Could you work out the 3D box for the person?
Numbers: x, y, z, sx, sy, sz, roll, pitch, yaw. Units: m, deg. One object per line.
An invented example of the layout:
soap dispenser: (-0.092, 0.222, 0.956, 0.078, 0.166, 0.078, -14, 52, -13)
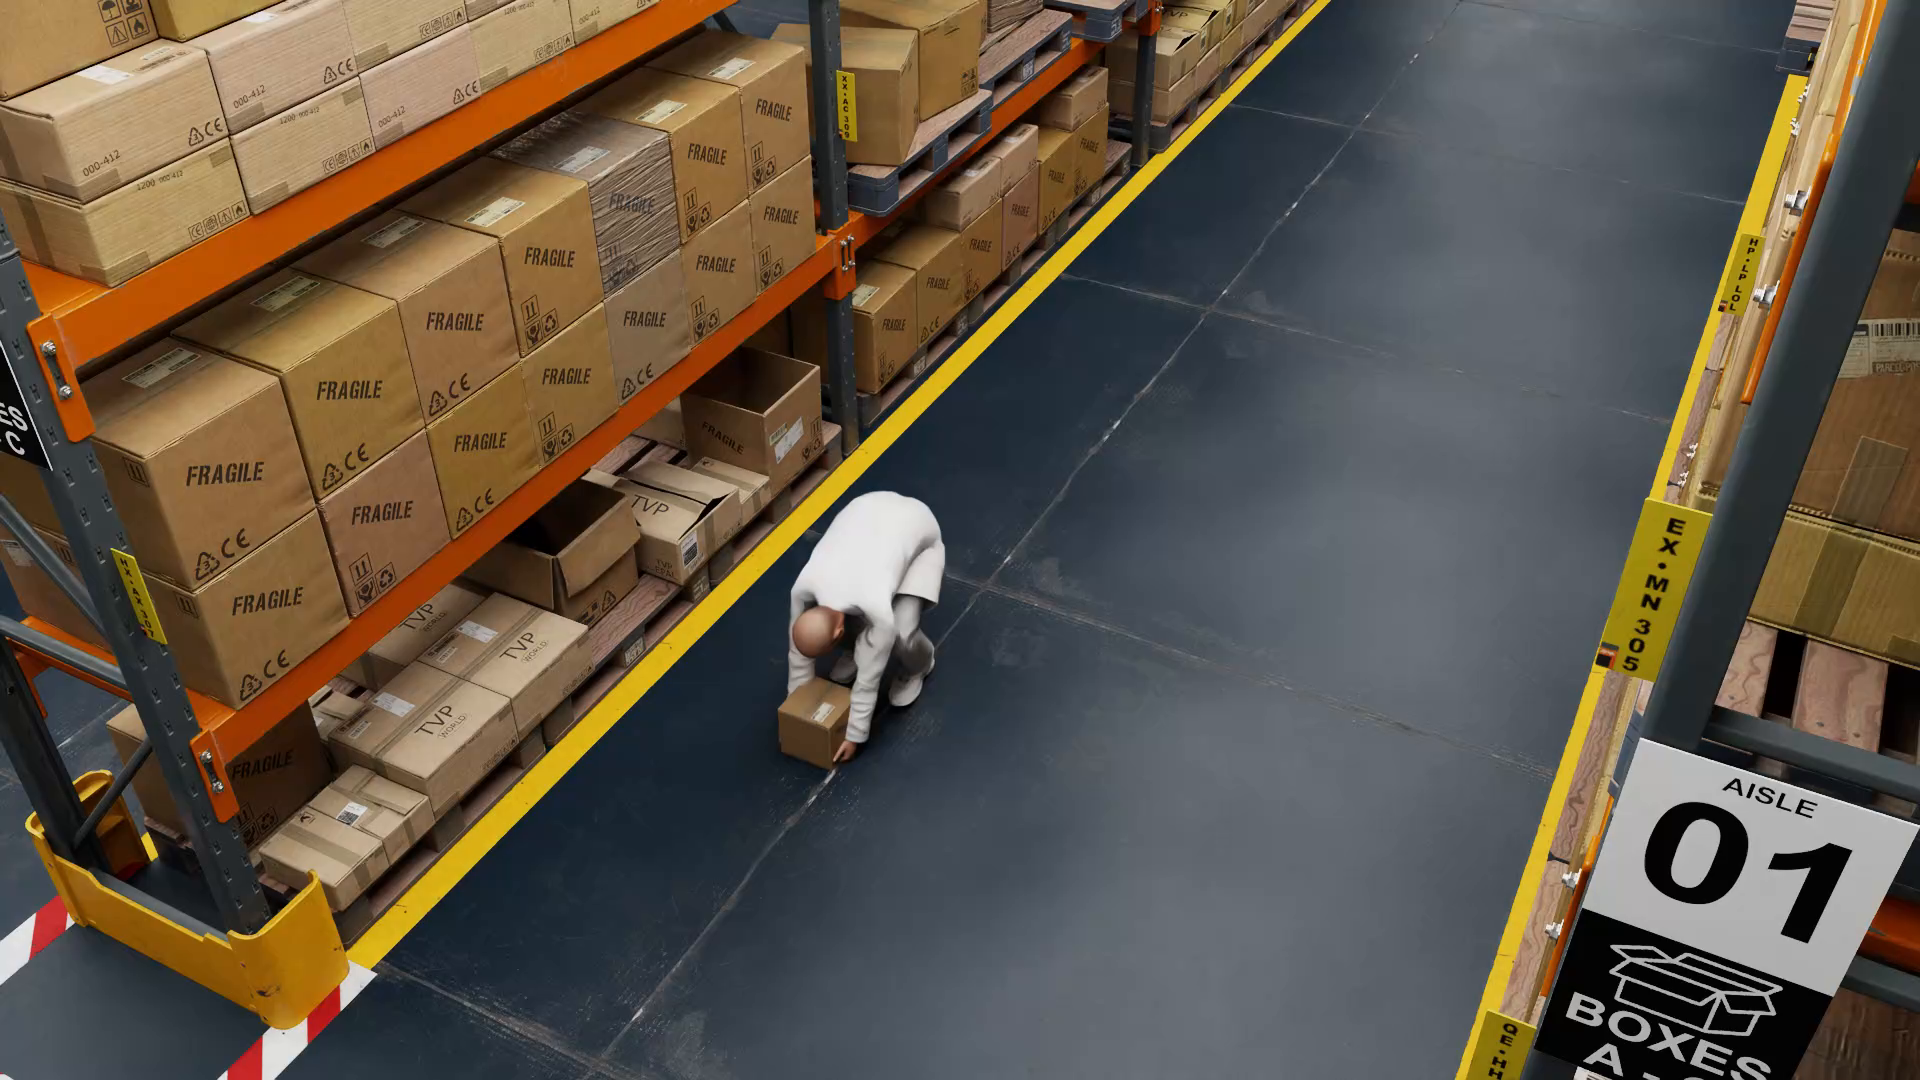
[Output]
person: (-0.414, 0.330, 7.056, 0.595, 0.923, 0.950, 18, 41, 22)
